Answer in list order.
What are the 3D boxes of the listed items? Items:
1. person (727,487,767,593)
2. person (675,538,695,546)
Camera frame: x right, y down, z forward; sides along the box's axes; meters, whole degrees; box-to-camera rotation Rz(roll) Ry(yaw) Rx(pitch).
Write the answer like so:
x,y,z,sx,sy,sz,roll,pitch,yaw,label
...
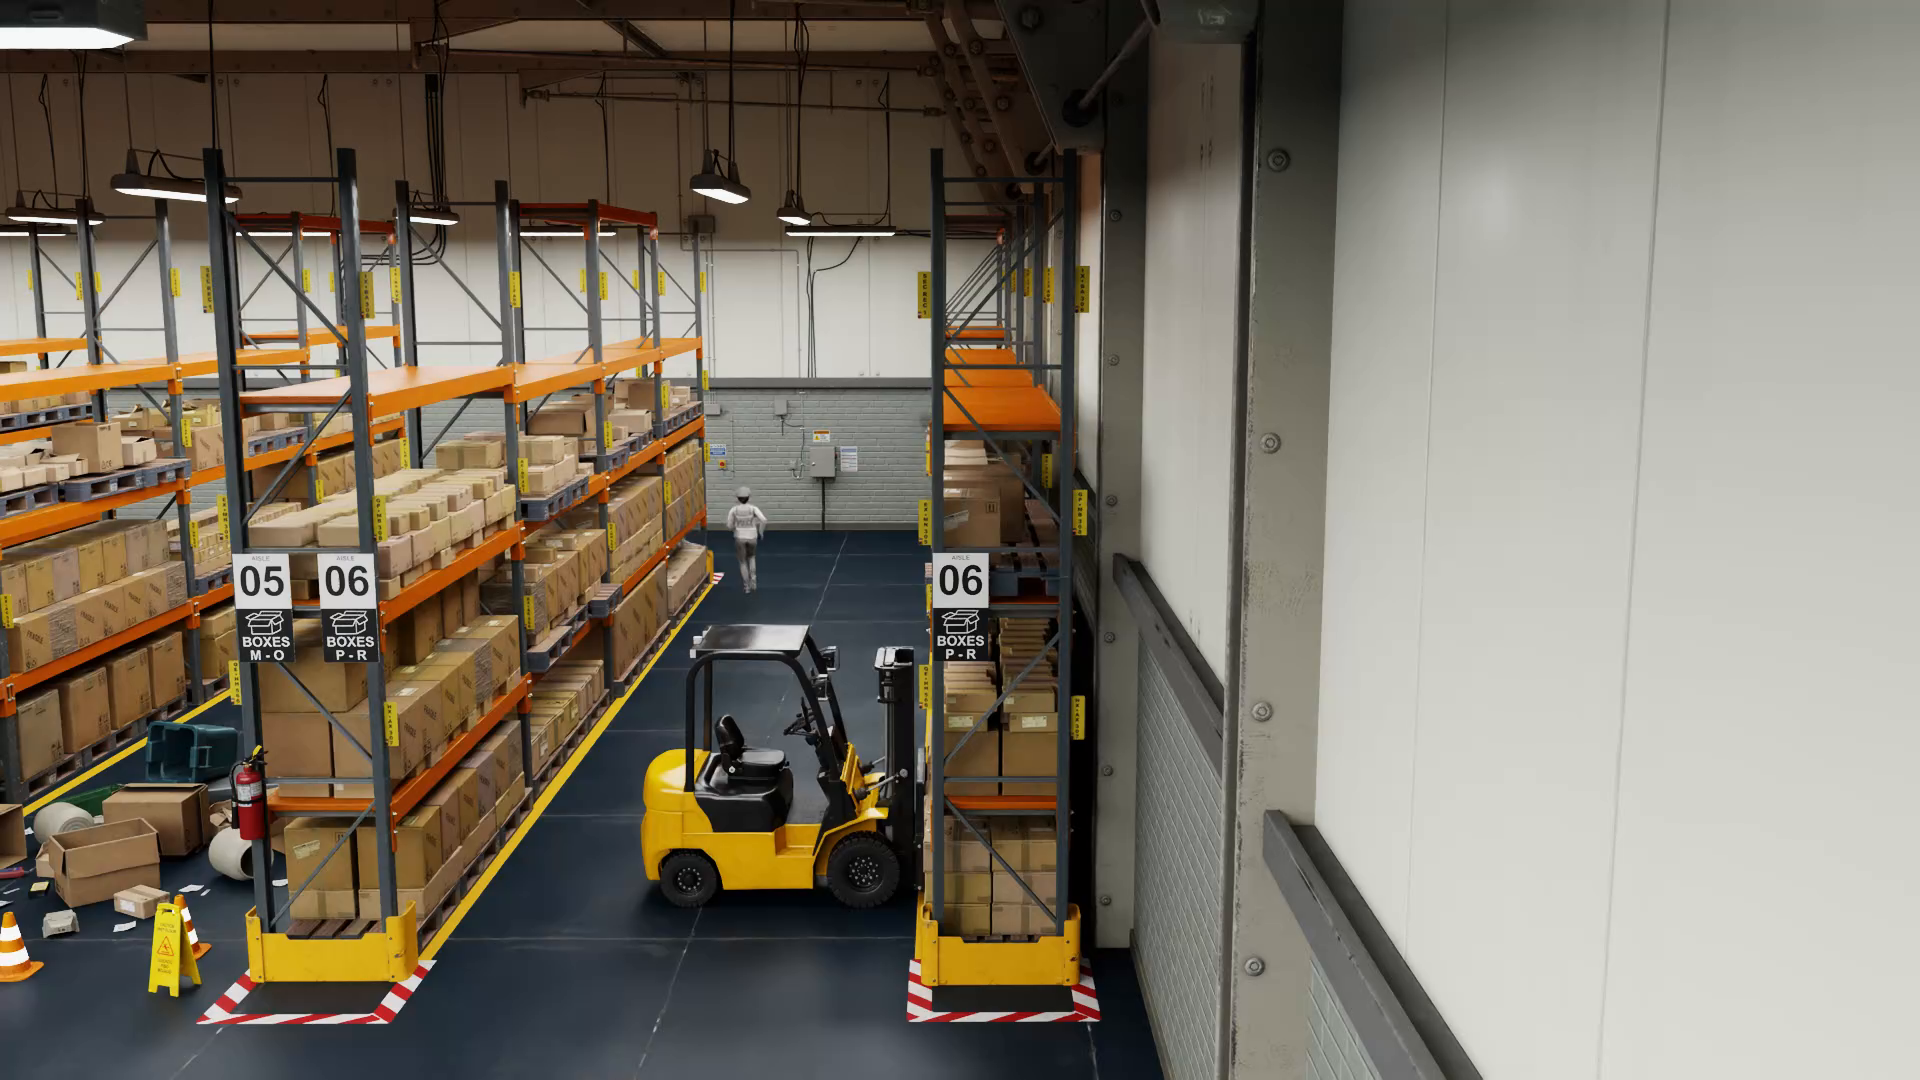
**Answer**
x,y,z,sx,sy,sz,roll,pitch,yaw,label
-3.369,-0.007,26.184,0.598,1.658,0.604,-2,9,-14,person
-4.975,-0.291,29.281,0.534,1.595,0.619,3,10,20,person
